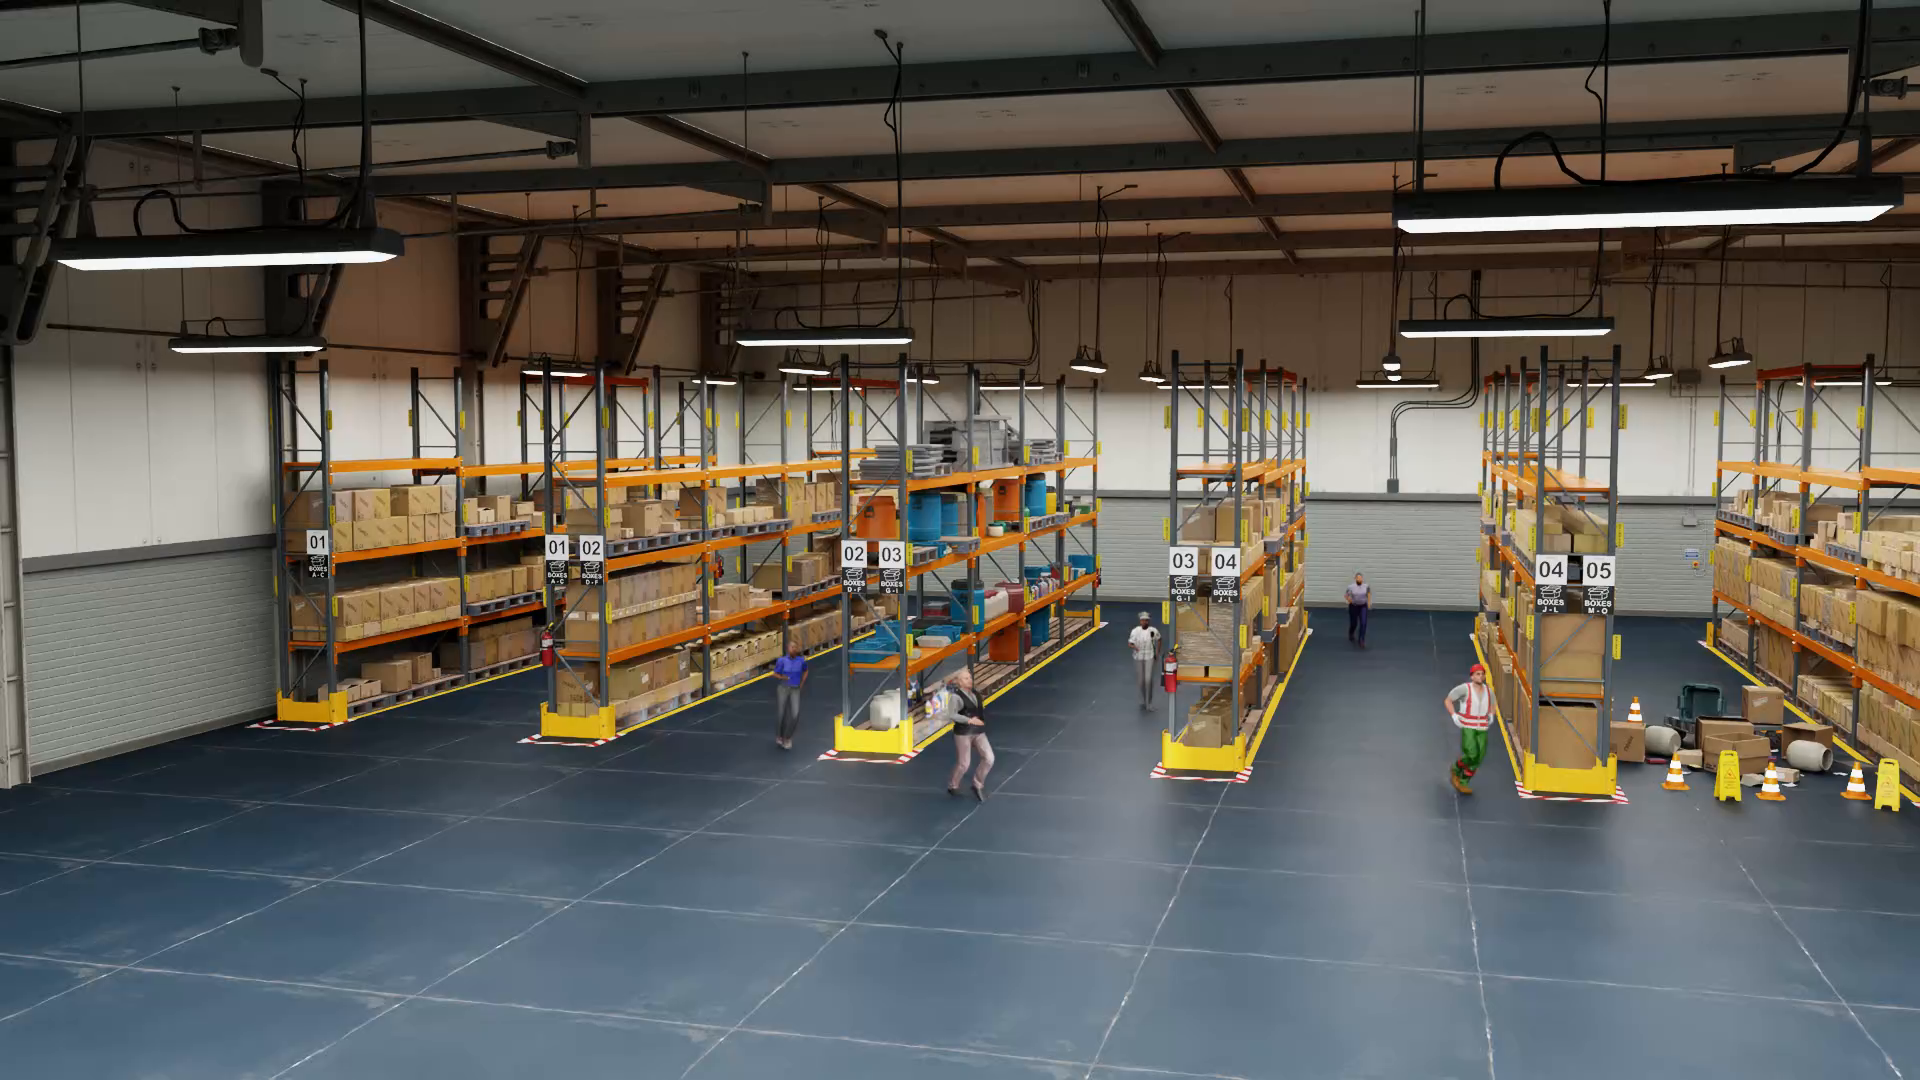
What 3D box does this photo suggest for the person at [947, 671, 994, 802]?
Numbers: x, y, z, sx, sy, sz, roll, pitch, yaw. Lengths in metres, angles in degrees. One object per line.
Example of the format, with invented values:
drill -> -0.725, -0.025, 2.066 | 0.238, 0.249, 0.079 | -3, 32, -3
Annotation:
person -> 0.128, 2.592, 21.921 | 0.662, 1.737, 0.726 | -3, 5, -39

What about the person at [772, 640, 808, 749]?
person -> -2.577, 2.373, 25.418 | 0.580, 1.682, 0.693 | -1, 4, -13

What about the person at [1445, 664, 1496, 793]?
person -> 6.895, 2.527, 22.261 | 0.696, 1.738, 0.521 | -1, 4, -11

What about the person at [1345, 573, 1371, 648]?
person -> 8.846, 1.579, 36.966 | 0.593, 1.547, 0.892 | 0, 4, 6

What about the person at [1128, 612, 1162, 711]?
person -> 3.193, 2.107, 28.807 | 0.566, 1.741, 0.727 | 1, 4, 12
